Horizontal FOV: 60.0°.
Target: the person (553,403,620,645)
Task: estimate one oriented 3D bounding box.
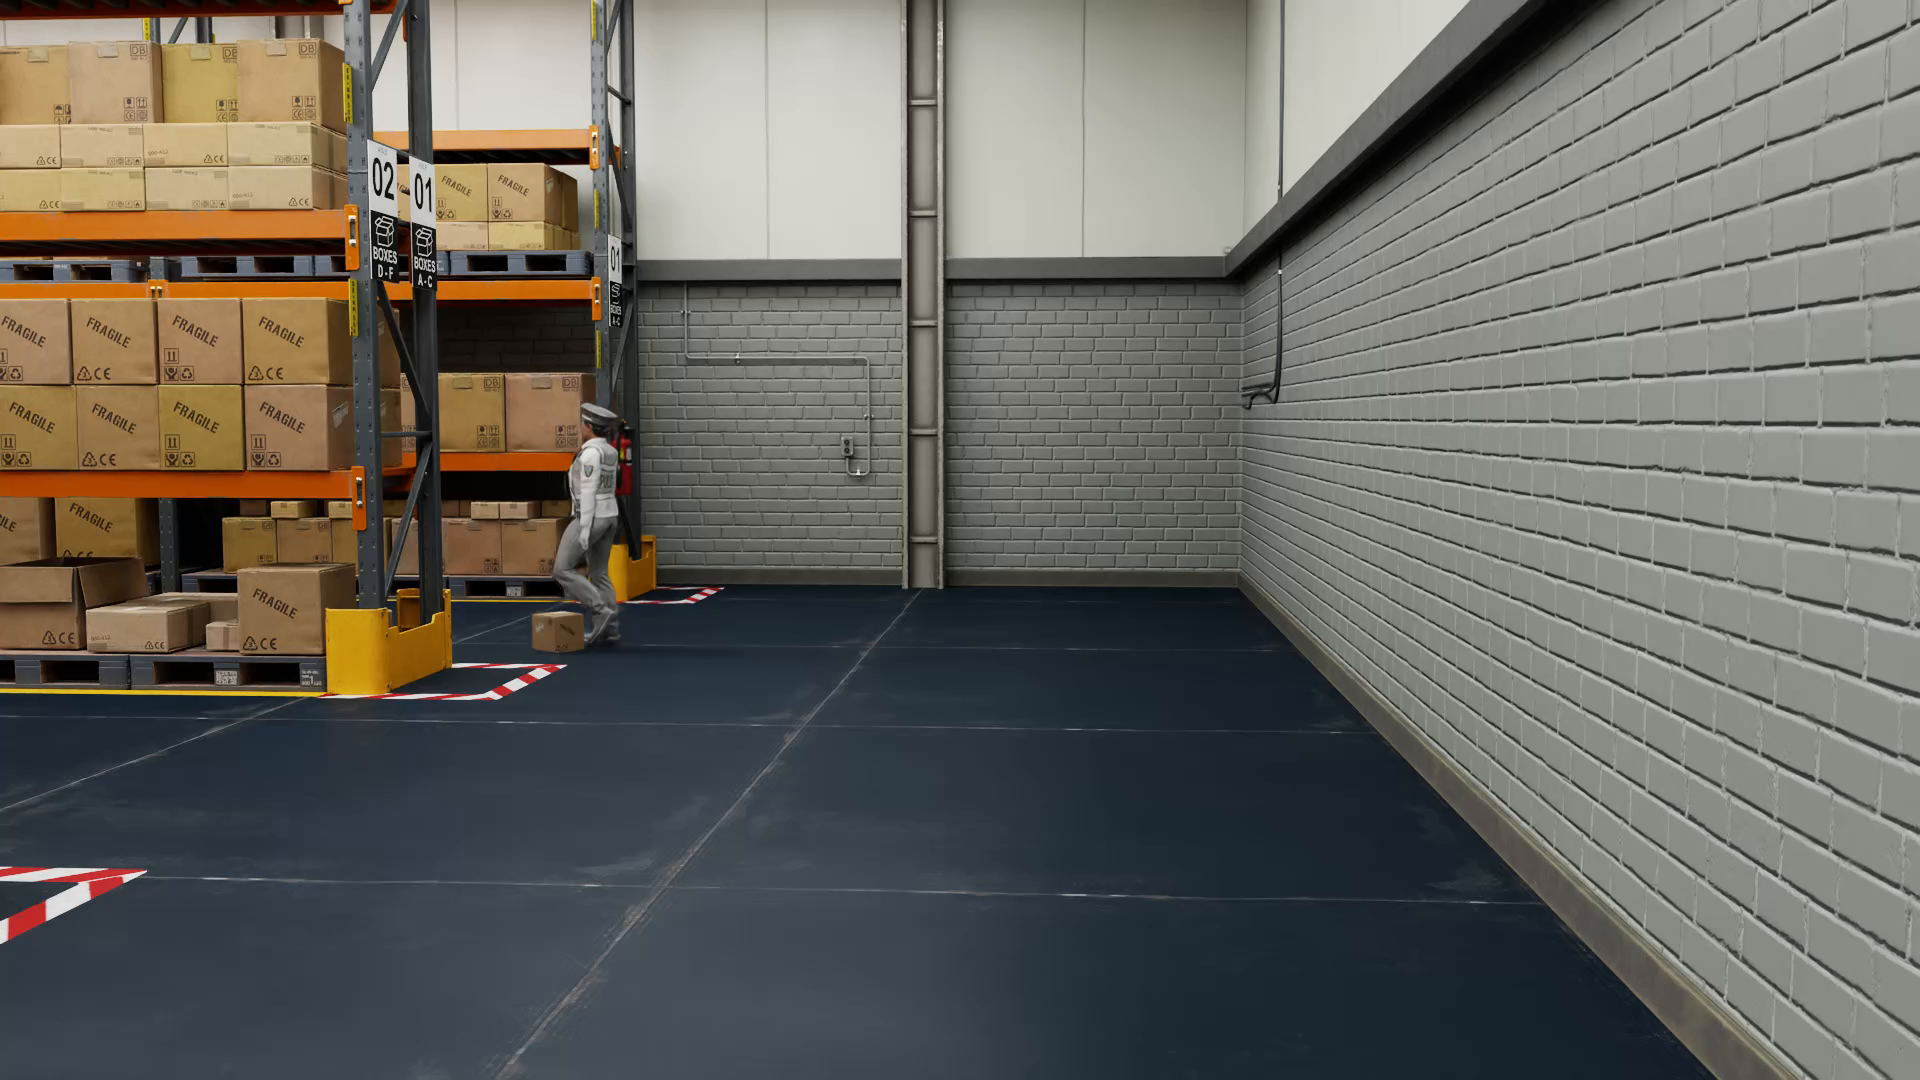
[{"bbox_3d":[-2.594,-0.116,11.647,0.410,1.689,0.516,1,4,12],"label":"person"}]
